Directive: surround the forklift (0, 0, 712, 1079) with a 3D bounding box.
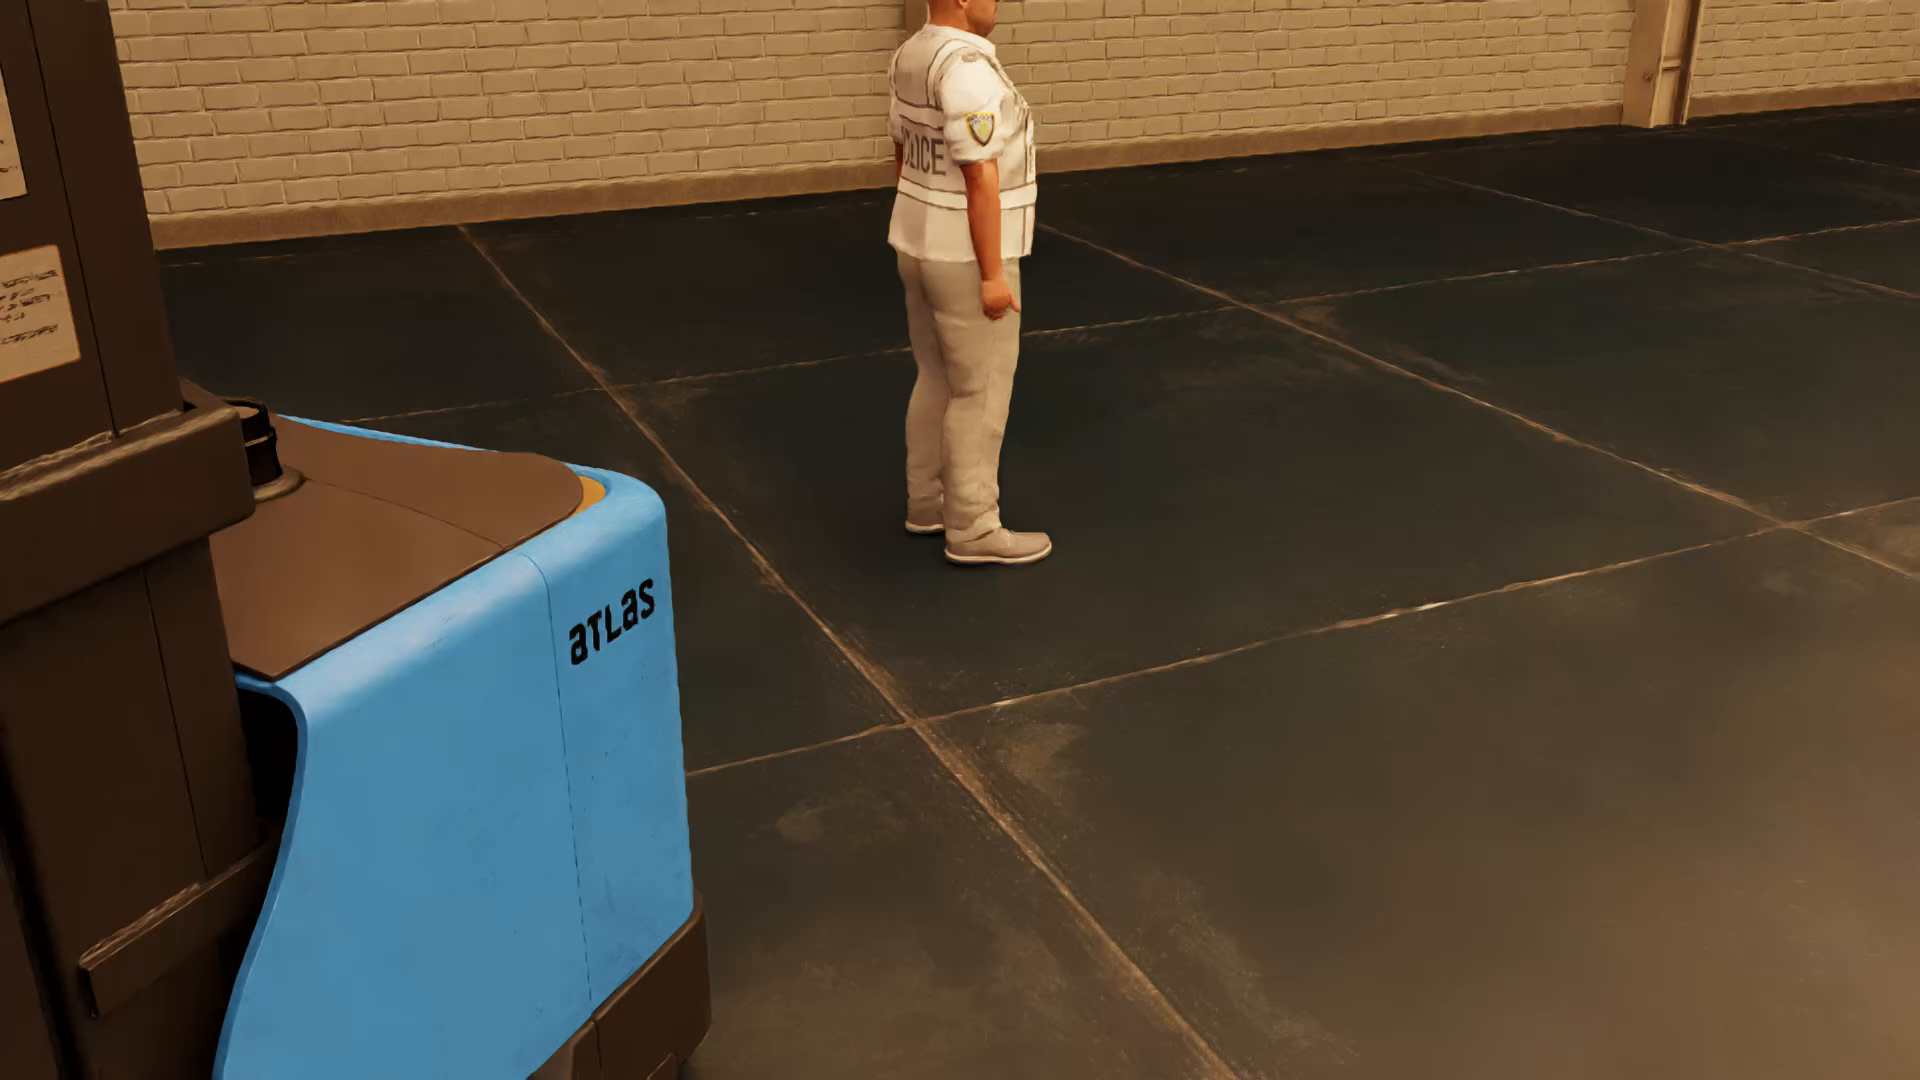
[{"bbox_3d":[-1.499,-0.019,1.332,1.130,2.935,3.031,10,24,22],"label":"forklift"}]

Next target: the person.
[{"bbox_3d":[0.014,-0.820,4.774,0.396,1.773,0.523,-10,25,-23],"label":"person"}]
